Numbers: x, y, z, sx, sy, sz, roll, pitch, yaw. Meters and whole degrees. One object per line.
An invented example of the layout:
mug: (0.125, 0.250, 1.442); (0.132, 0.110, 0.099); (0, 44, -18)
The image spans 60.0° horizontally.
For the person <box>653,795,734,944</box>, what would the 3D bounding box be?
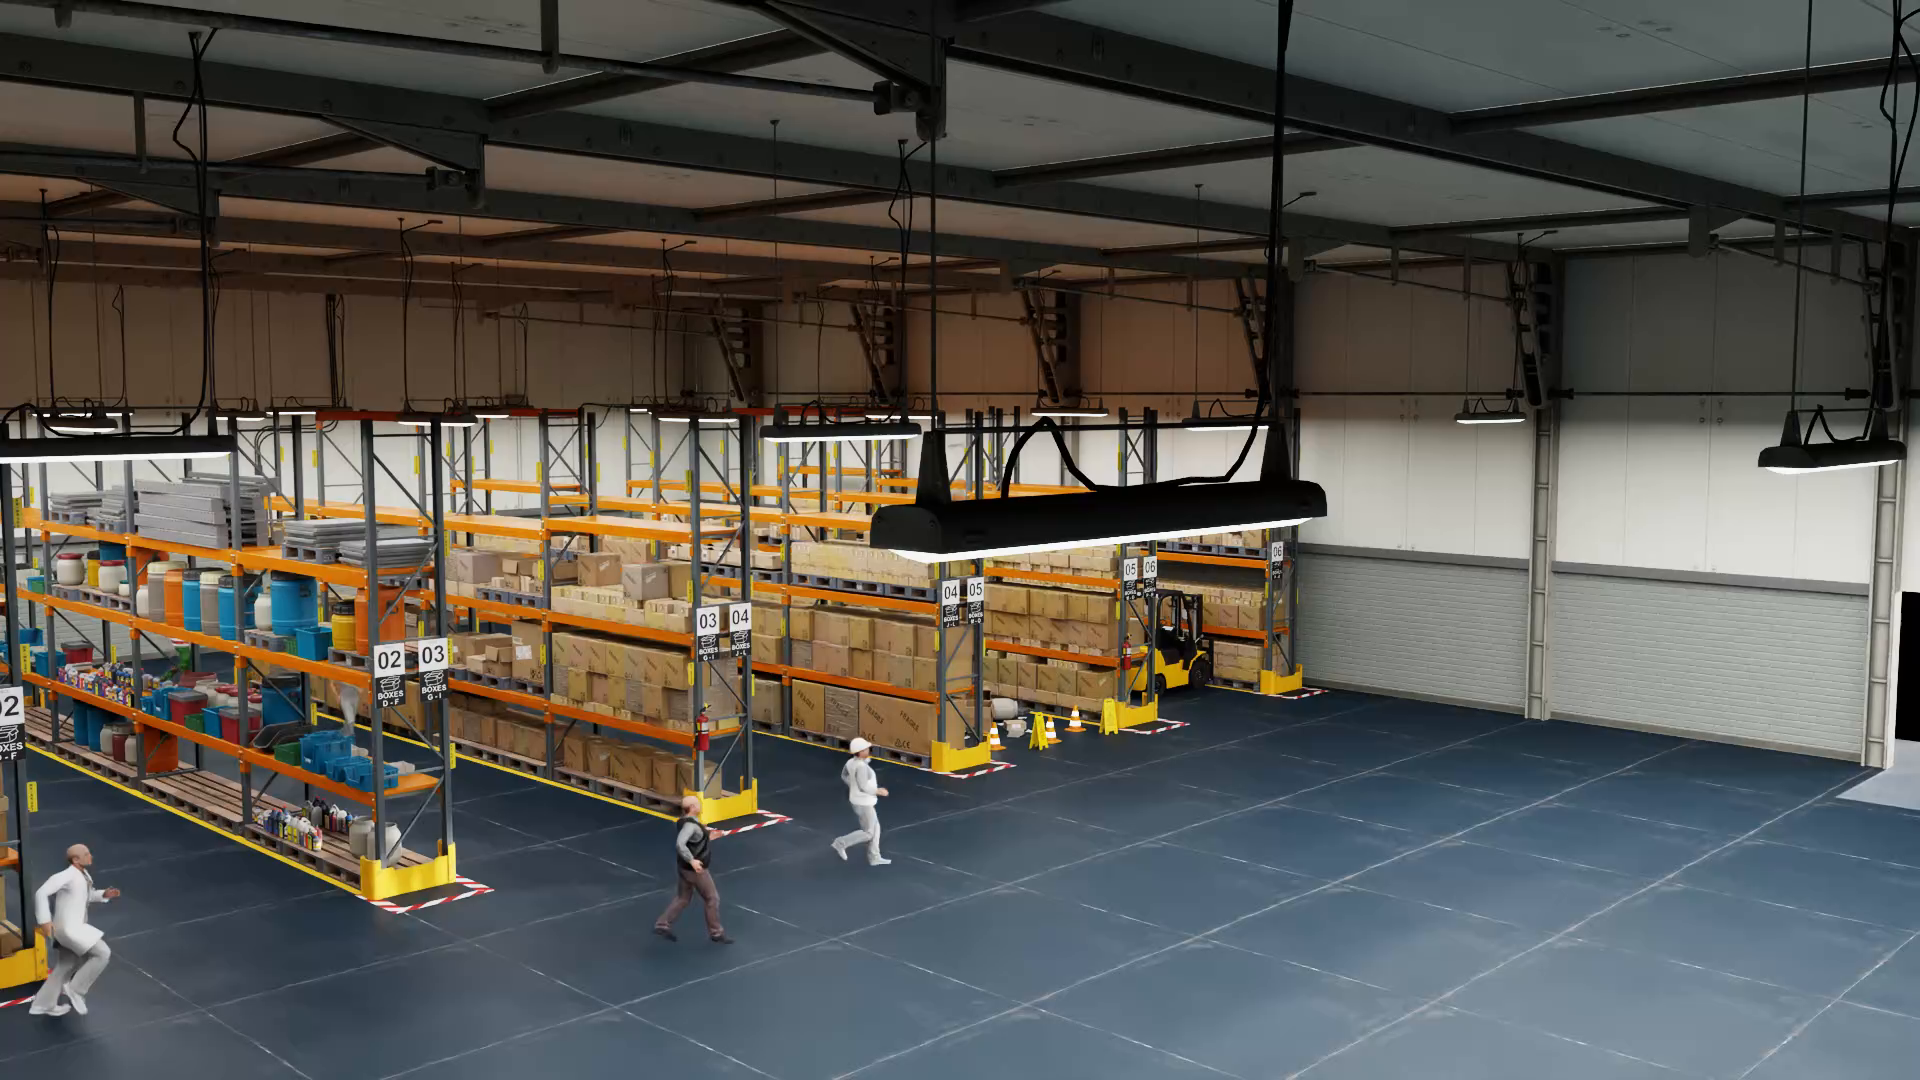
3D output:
person: (-3.040, 3.773, 18.978); (0.896, 1.742, 0.643); (-2, 6, -25)

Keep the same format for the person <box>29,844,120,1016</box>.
person: (-8.969, 3.953, 16.822); (0.864, 1.744, 0.750); (-2, 5, -17)

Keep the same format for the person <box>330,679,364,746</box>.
person: (-10.810, 2.892, 29.410); (0.559, 1.713, 0.819); (-5, 7, -43)

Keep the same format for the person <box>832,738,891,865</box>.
person: (-1.326, 3.498, 22.160); (0.841, 1.750, 0.660); (-2, 5, -18)

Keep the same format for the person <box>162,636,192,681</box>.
person: (-16.668, 2.278, 35.575); (0.668, 1.770, 0.908); (4, 7, 40)
